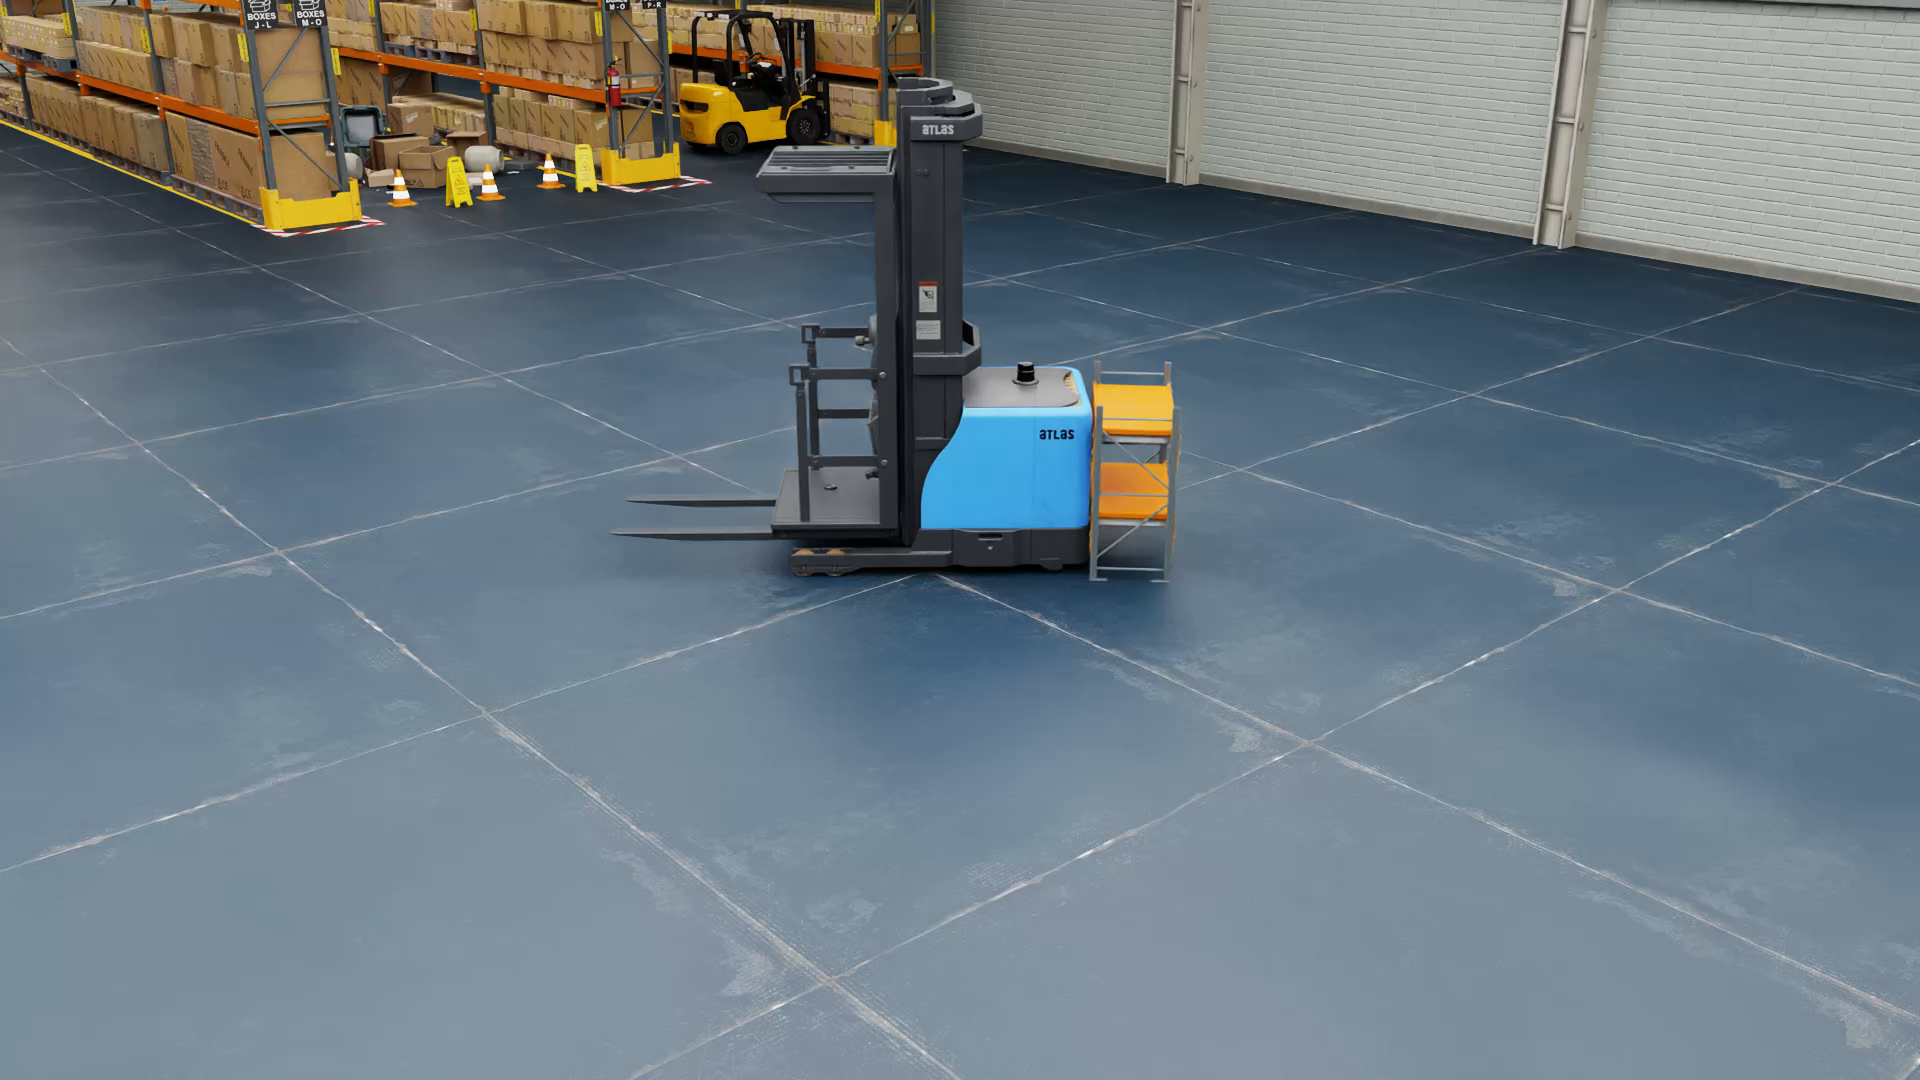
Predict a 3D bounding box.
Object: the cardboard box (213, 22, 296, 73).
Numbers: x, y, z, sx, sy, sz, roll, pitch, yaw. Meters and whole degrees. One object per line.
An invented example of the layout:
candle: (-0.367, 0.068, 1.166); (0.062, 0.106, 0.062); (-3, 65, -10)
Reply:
cardboard box: (-8.969, -6.300, 21.268); (0.875, 0.550, 0.550); (-17, 27, -37)

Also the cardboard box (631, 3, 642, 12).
cardboard box: (-6.122, -10.275, 32.078); (0.380, 0.149, 0.250); (-16, 27, -36)

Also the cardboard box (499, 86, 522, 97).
cardboard box: (-7.037, -7.087, 26.242); (0.380, 0.149, 0.250); (-17, 27, -37)

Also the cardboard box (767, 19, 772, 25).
cardboard box: (-3.126, -9.041, 28.927); (0.380, 0.149, 0.250); (-18, 27, -38)

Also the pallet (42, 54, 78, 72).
pallet: (-14.095, -7.778, 26.992); (1.213, 0.211, 1.003); (-17, 27, -37)

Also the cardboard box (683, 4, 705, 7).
cardboard box: (-5.038, -10.118, 31.676); (0.380, 0.149, 0.250); (-18, 27, -38)

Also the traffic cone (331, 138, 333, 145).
traffic cone: (-10.071, -6.467, 26.860); (0.336, 0.463, 0.334); (-17, 27, -37)

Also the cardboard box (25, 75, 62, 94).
cardboard box: (-15.878, -7.914, 28.901); (0.500, 0.250, 0.500); (-19, 28, -40)

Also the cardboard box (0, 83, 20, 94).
cardboard box: (-17.496, -8.325, 30.643); (0.380, 0.149, 0.250); (-19, 28, -39)

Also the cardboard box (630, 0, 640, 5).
cardboard box: (-6.325, -10.506, 32.981); (0.500, 0.500, 0.500); (-16, 26, -35)

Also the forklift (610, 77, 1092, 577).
forklift: (-0.702, -1.330, 10.360); (3.031, 2.935, 1.130); (0, 21, -1)

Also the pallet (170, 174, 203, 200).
pallet: (-10.501, -5.063, 23.622); (1.003, 0.211, 1.213); (-17, 27, -37)

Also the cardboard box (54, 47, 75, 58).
cardboard box: (-14.219, -7.801, 26.556); (0.380, 0.149, 0.250); (-17, 27, -37)

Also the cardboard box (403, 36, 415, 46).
cardboard box: (-9.327, -8.593, 28.578); (0.380, 0.149, 0.250); (-17, 27, -37)

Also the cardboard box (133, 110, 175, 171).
cardboard box: (-11.411, -5.888, 24.414); (1.050, 0.750, 0.750); (-18, 27, -38)

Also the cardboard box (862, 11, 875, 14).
cardboard box: (-1.421, -8.727, 27.717); (0.380, 0.149, 0.250); (-17, 27, -37)

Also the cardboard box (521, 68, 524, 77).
cardboard box: (-6.558, -7.250, 25.725); (0.380, 0.149, 0.250); (-18, 27, -38)

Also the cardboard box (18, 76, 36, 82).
cardboard box: (-17.727, -8.754, 31.738); (0.380, 0.149, 0.250); (-19, 28, -39)

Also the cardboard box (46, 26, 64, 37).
cardboard box: (-14.378, -8.147, 26.625); (0.380, 0.149, 0.250); (-18, 28, -38)

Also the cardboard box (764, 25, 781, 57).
cardboard box: (-3.052, -8.701, 28.949); (0.500, 0.500, 0.500); (-17, 27, -37)

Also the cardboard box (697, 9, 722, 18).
cardboard box: (-4.585, -9.645, 30.469); (0.380, 0.149, 0.250); (-18, 28, -39)

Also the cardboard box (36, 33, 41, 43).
cardboard box: (-14.889, -8.225, 27.230); (0.380, 0.149, 0.250); (-18, 27, -38)

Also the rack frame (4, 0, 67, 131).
rack frame: (-16.160, -8.801, 29.340); (1.000, 3.000, 0.127); (-17, 27, -37)

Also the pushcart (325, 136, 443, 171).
pushcart: (-8.949, -6.019, 25.834); (0.936, 0.377, 1.648); (12, 24, 27)

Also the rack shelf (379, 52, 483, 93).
rack shelf: (-8.559, -8.014, 28.319); (1.077, 0.370, 4.000); (-17, 27, -37)

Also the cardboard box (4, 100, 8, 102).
cardboard box: (-17.469, -8.070, 30.808); (0.380, 0.149, 0.250); (-17, 27, -36)

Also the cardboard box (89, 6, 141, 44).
cardboard box: (-12.932, -7.942, 25.639); (0.700, 0.500, 0.500); (-18, 28, -38)

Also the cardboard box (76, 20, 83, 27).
cardboard box: (-14.563, -8.588, 27.749); (0.380, 0.149, 0.250); (-16, 27, -36)

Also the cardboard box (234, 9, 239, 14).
cardboard box: (-14.640, -10.824, 34.370); (0.500, 0.500, 0.500); (-18, 28, -38)

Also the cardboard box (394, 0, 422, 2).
cardboard box: (-10.002, -9.608, 29.894); (0.500, 0.500, 0.500); (-19, 28, -39)

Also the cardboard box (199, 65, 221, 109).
cardboard box: (-9.627, -6.115, 22.277); (0.875, 0.550, 0.500); (-17, 27, -37)

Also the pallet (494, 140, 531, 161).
pallet: (-6.789, -6.321, 26.833); (1.003, 0.211, 1.213); (-17, 27, -37)

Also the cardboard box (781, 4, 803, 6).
cardboard box: (-2.926, -9.371, 29.362); (0.380, 0.149, 0.250); (-18, 28, -39)

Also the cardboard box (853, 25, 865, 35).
cardboard box: (-1.513, -8.315, 27.075); (0.380, 0.149, 0.250); (-17, 27, -37)

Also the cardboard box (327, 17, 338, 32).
cardboard box: (-11.400, -9.559, 30.796); (0.500, 0.250, 0.500); (-18, 28, -39)

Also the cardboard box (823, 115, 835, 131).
cardboard box: (-2.068, -7.124, 28.254); (0.500, 0.250, 0.500); (-17, 27, -37)

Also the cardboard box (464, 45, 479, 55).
cardboard box: (-7.799, -7.952, 26.941); (0.380, 0.149, 0.250); (-17, 27, -37)

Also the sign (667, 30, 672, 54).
sign: (-4.232, -7.224, 24.127); (0.100, 0.325, 0.005); (-17, 27, -37)

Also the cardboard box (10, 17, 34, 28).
cardboard box: (-15.899, -8.791, 28.268); (0.380, 0.149, 0.250); (-17, 27, -37)

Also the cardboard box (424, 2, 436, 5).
cardboard box: (-9.012, -9.083, 28.940); (0.500, 0.500, 0.500); (-18, 28, -38)

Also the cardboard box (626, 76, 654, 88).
cardboard box: (-4.708, -6.718, 24.367); (0.380, 0.149, 0.250); (-17, 27, -37)

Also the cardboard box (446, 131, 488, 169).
cardboard box: (-7.585, -6.014, 25.649); (0.500, 0.500, 0.500); (0, 21, -1)

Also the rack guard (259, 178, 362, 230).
rack guard: (-8.311, -4.315, 21.314); (1.175, 0.500, 0.348); (-17, 27, -37)

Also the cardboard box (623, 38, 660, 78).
cardboard box: (-4.742, -7.073, 24.386); (0.500, 0.500, 0.500); (-18, 28, -38)

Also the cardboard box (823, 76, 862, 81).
cardboard box: (-2.032, -7.854, 28.747); (0.500, 0.250, 0.500); (-18, 28, -38)

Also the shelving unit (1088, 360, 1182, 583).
shelving unit: (1.092, -0.456, 10.601); (0.538, 1.125, 1.048); (2, 21, 3)

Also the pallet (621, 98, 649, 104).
pallet: (-6.566, -9.001, 33.676); (1.003, 0.211, 1.213); (-17, 27, -37)

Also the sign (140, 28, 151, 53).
sign: (-11.343, -6.961, 23.164); (0.100, 0.325, 0.005); (-17, 27, -37)

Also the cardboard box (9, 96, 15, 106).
cardboard box: (-16.981, -7.960, 30.120); (0.380, 0.149, 0.250); (-19, 28, -39)

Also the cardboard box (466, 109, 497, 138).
cardboard box: (-7.598, -6.913, 27.548); (0.950, 0.372, 0.625); (-17, 27, -37)

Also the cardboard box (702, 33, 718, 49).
cardboard box: (-4.356, -9.124, 30.372); (0.500, 0.250, 0.500); (-18, 27, -38)

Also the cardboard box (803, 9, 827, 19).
cardboard box: (-2.436, -8.906, 28.175); (0.380, 0.149, 0.250); (-17, 27, -37)

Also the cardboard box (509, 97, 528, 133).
cardboard box: (-6.715, -6.689, 26.114); (0.500, 0.500, 0.500); (-16, 27, -35)

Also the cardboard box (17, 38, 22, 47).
cardboard box: (-15.743, -8.446, 28.204); (0.380, 0.149, 0.250); (-17, 27, -37)
